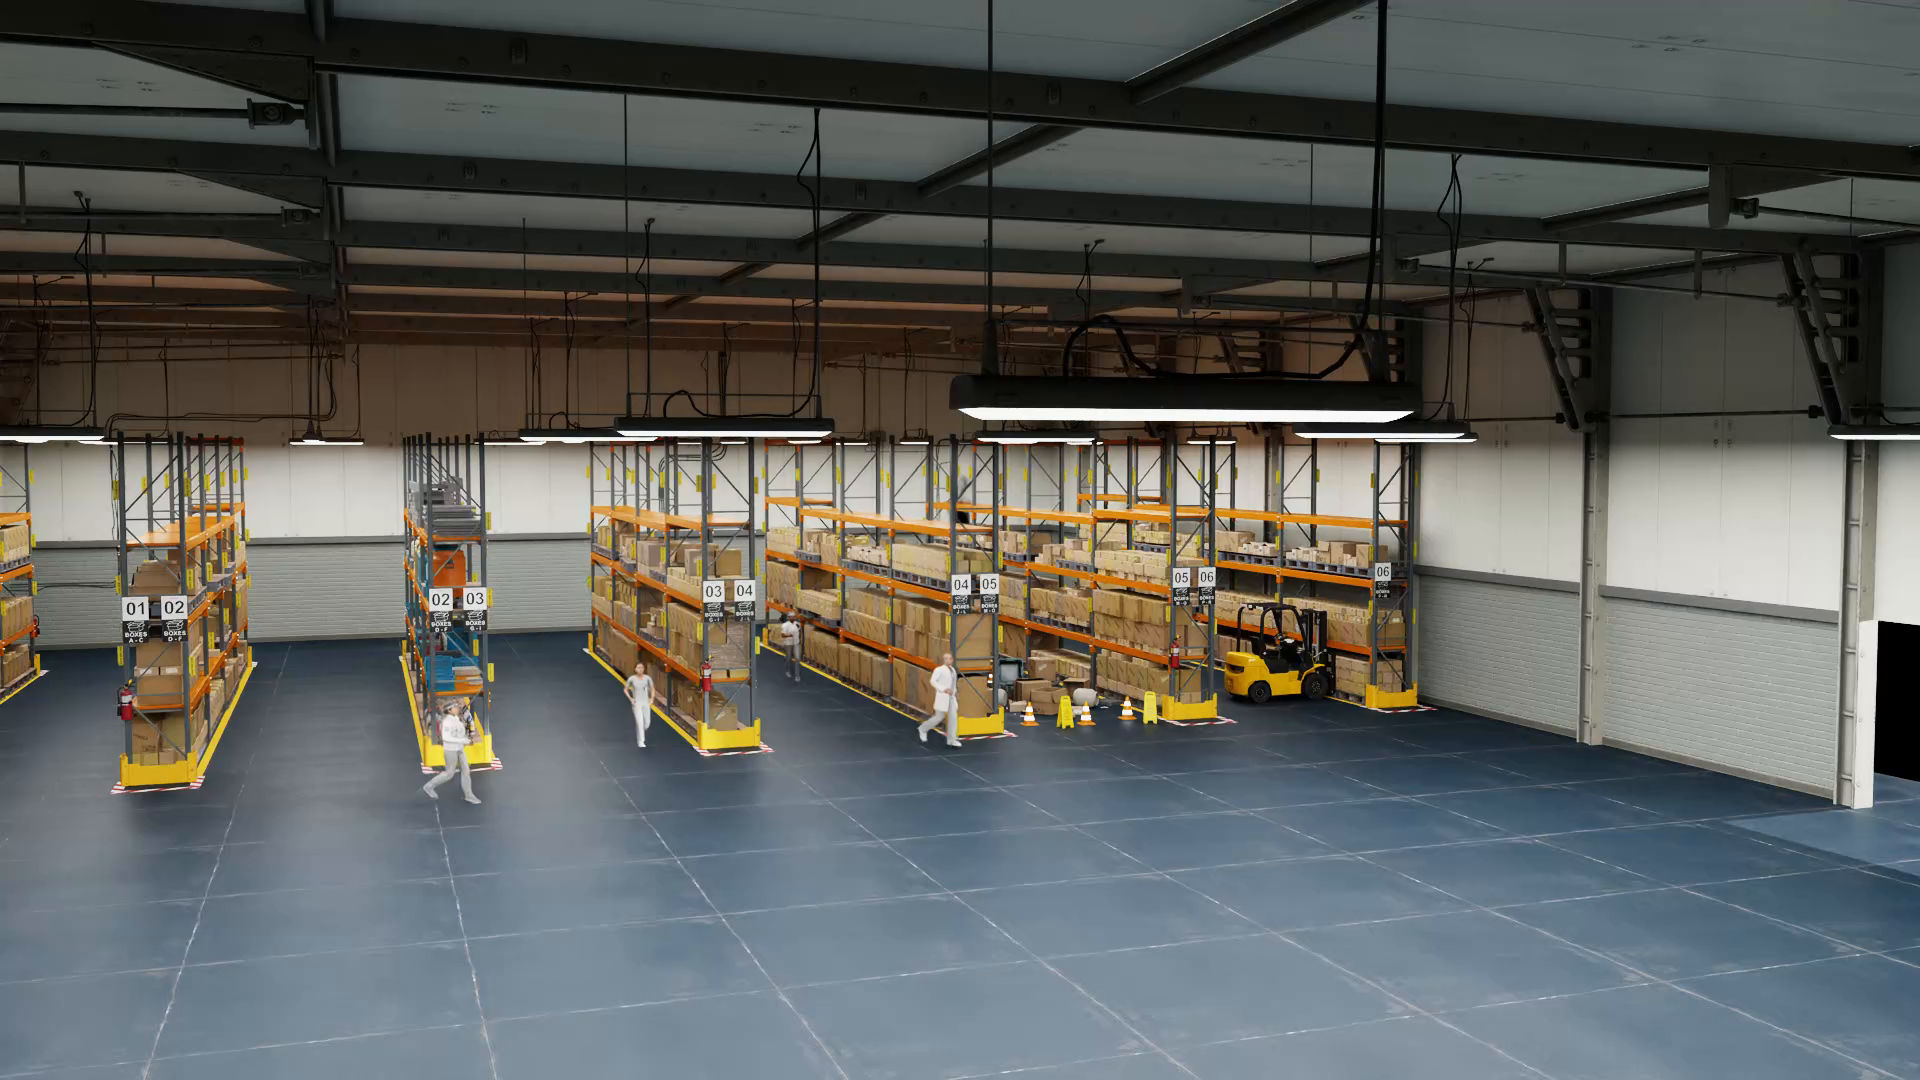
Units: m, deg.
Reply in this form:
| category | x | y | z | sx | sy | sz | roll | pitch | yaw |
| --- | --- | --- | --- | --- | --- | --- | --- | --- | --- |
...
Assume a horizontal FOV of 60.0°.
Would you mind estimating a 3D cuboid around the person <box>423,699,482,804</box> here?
| category | x | y | z | sx | sy | sz | roll | pitch | yaw |
| --- | --- | --- | --- | --- | --- | --- | --- | --- | --- |
| person | -8.153 | 3.398 | 26.706 | 0.932 | 1.699 | 0.628 | 0 | 3 | 4 |

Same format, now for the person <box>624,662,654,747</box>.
| category | x | y | z | sx | sy | sz | roll | pitch | yaw |
| --- | --- | --- | --- | --- | --- | --- | --- | --- | --- |
| person | -6.151 | 3.136 | 31.881 | 0.593 | 1.627 | 0.664 | -1 | 3 | -24 |

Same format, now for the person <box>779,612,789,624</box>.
| category | x | y | z | sx | sy | sz | roll | pitch | yaw |
| --- | --- | --- | --- | --- | --- | --- | --- | --- | --- |
| person | -5.118 | 2.148 | 49.777 | 0.655 | 1.562 | 0.657 | 0 | 3 | -5 |

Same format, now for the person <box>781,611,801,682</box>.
| category | x | y | z | sx | sy | sz | roll | pitch | yaw |
| --- | --- | --- | --- | --- | --- | --- | --- | --- | --- |
| person | -4.153 | 2.611 | 40.970 | 0.564 | 1.750 | 0.794 | -1 | 3 | -20 |

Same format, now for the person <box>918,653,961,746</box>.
| category | x | y | z | sx | sy | sz | roll | pitch | yaw |
| --- | --- | --- | --- | --- | --- | --- | --- | --- | --- |
| person | -0.233 | 3.060 | 32.067 | 0.973 | 1.733 | 0.772 | 3 | 4 | 41 |
